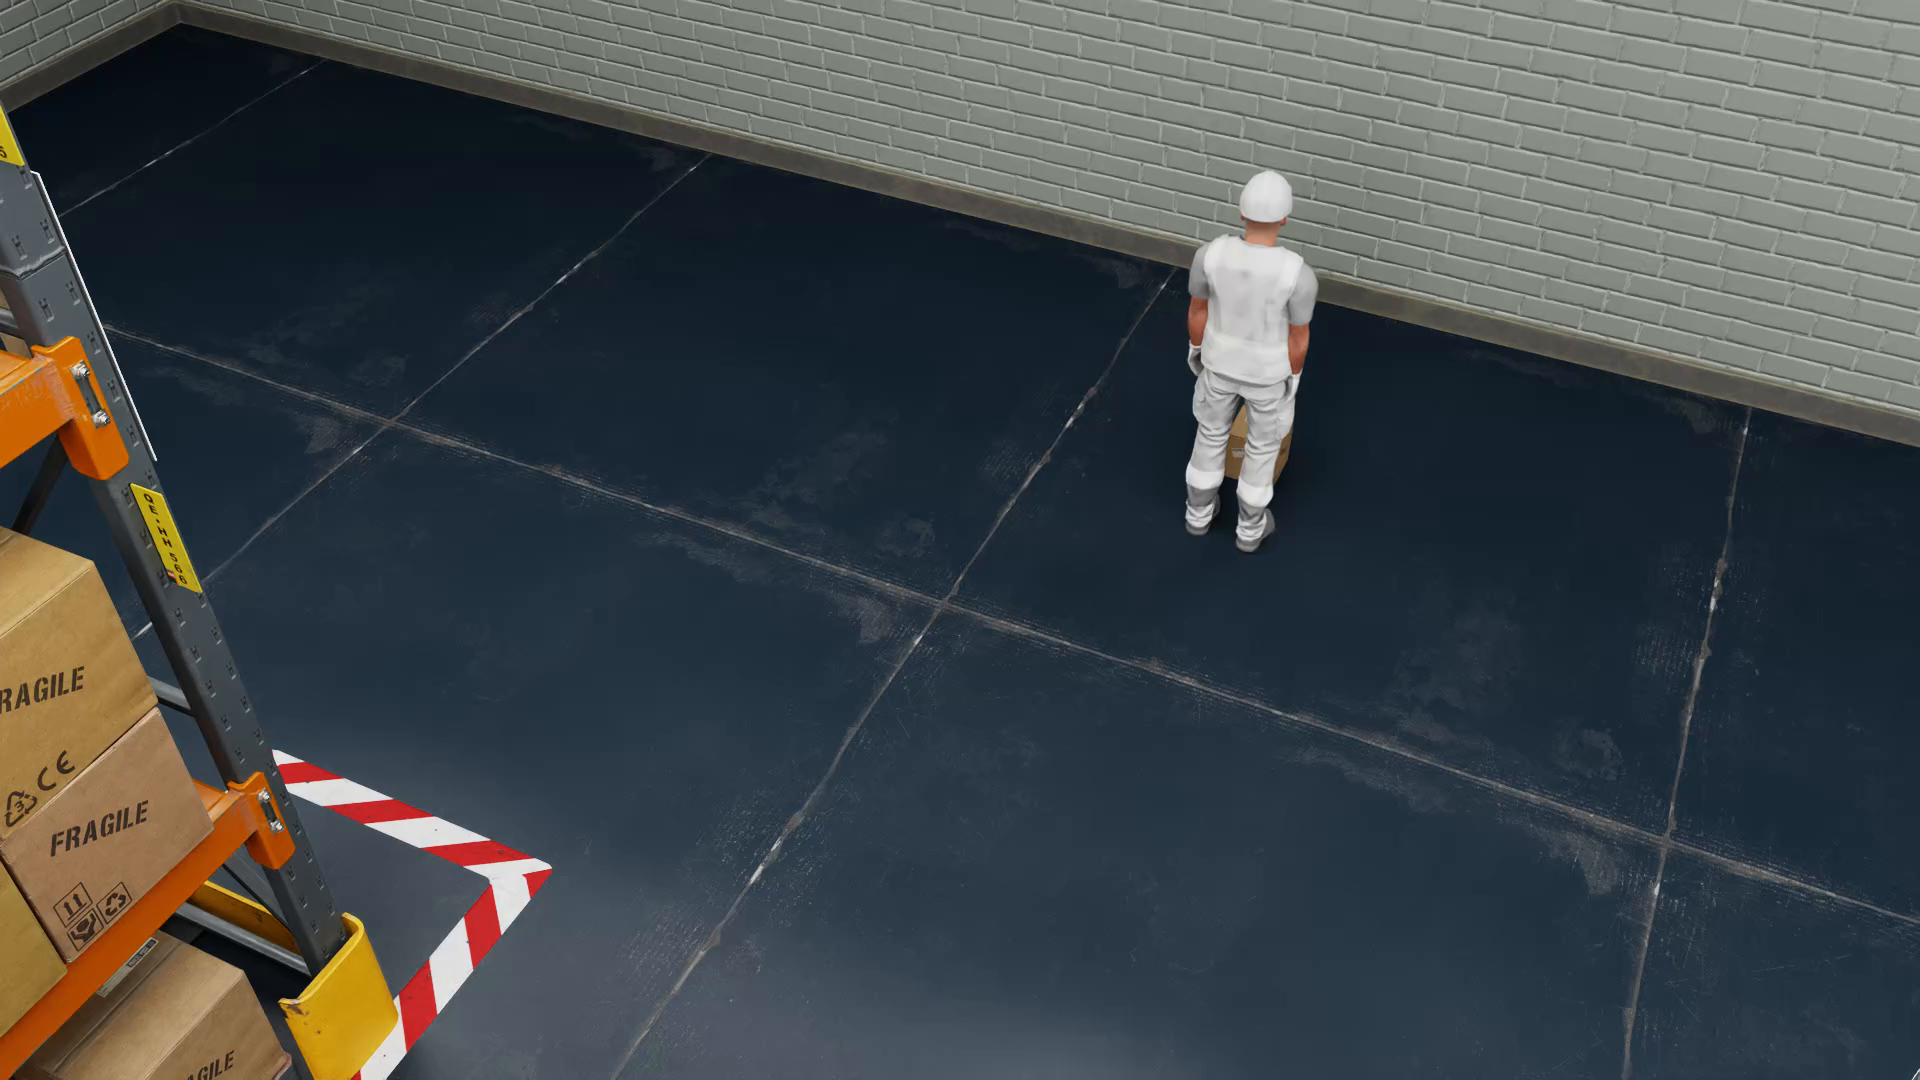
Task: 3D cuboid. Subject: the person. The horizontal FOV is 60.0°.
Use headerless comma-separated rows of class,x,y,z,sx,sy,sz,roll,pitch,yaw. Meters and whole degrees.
person,1.192,-0.731,6.971,0.526,1.789,0.338,18,45,19
